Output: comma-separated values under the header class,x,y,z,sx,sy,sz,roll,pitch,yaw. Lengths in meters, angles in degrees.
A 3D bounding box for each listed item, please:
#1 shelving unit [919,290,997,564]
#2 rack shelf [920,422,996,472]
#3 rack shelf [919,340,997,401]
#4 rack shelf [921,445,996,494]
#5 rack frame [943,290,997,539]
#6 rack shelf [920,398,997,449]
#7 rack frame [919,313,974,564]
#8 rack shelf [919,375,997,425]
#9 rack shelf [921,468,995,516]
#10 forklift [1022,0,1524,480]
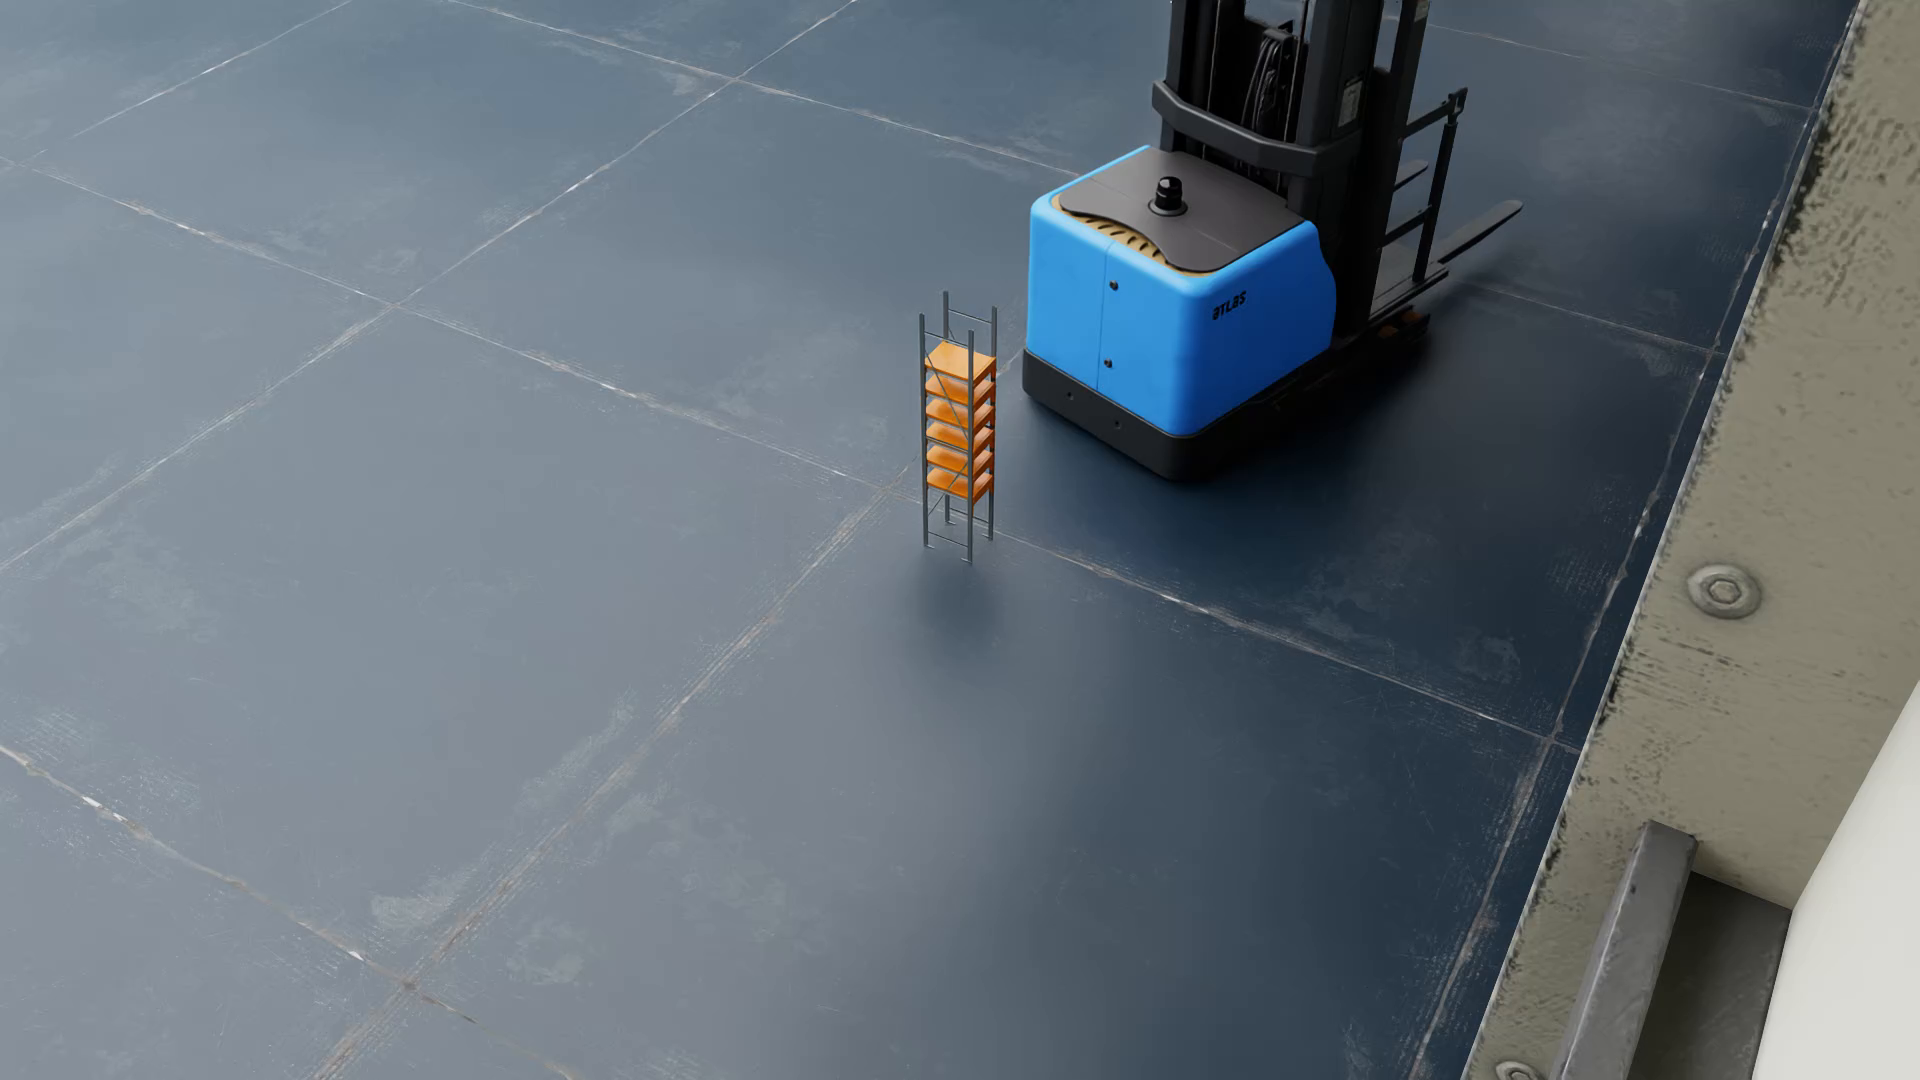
class,x,y,z,sx,sy,sz,roll,pitch,yaw
shelving unit,-0.007,-0.442,6.844,0.258,1.200,0.189,21,45,22
rack shelf,-0.007,-0.409,6.873,0.258,0.103,0.180,21,45,22
rack shelf,-0.007,-0.679,6.635,0.258,0.103,0.180,21,45,22
rack shelf,-0.007,-0.319,6.953,0.258,0.103,0.180,21,45,22
rack frame,0.039,-0.494,6.904,0.240,1.200,0.006,21,45,22
rack shelf,-0.007,-0.499,6.794,0.258,0.103,0.180,21,45,22
rack frame,-0.053,-0.390,6.785,0.240,1.200,0.006,21,45,22
rack shelf,-0.007,-0.589,6.715,0.258,0.103,0.180,21,45,22
rack shelf,-0.007,-0.229,7.032,0.258,0.103,0.180,21,45,22
forklift,1.715,-2.223,7.557,3.031,2.935,1.130,-32,50,-31
